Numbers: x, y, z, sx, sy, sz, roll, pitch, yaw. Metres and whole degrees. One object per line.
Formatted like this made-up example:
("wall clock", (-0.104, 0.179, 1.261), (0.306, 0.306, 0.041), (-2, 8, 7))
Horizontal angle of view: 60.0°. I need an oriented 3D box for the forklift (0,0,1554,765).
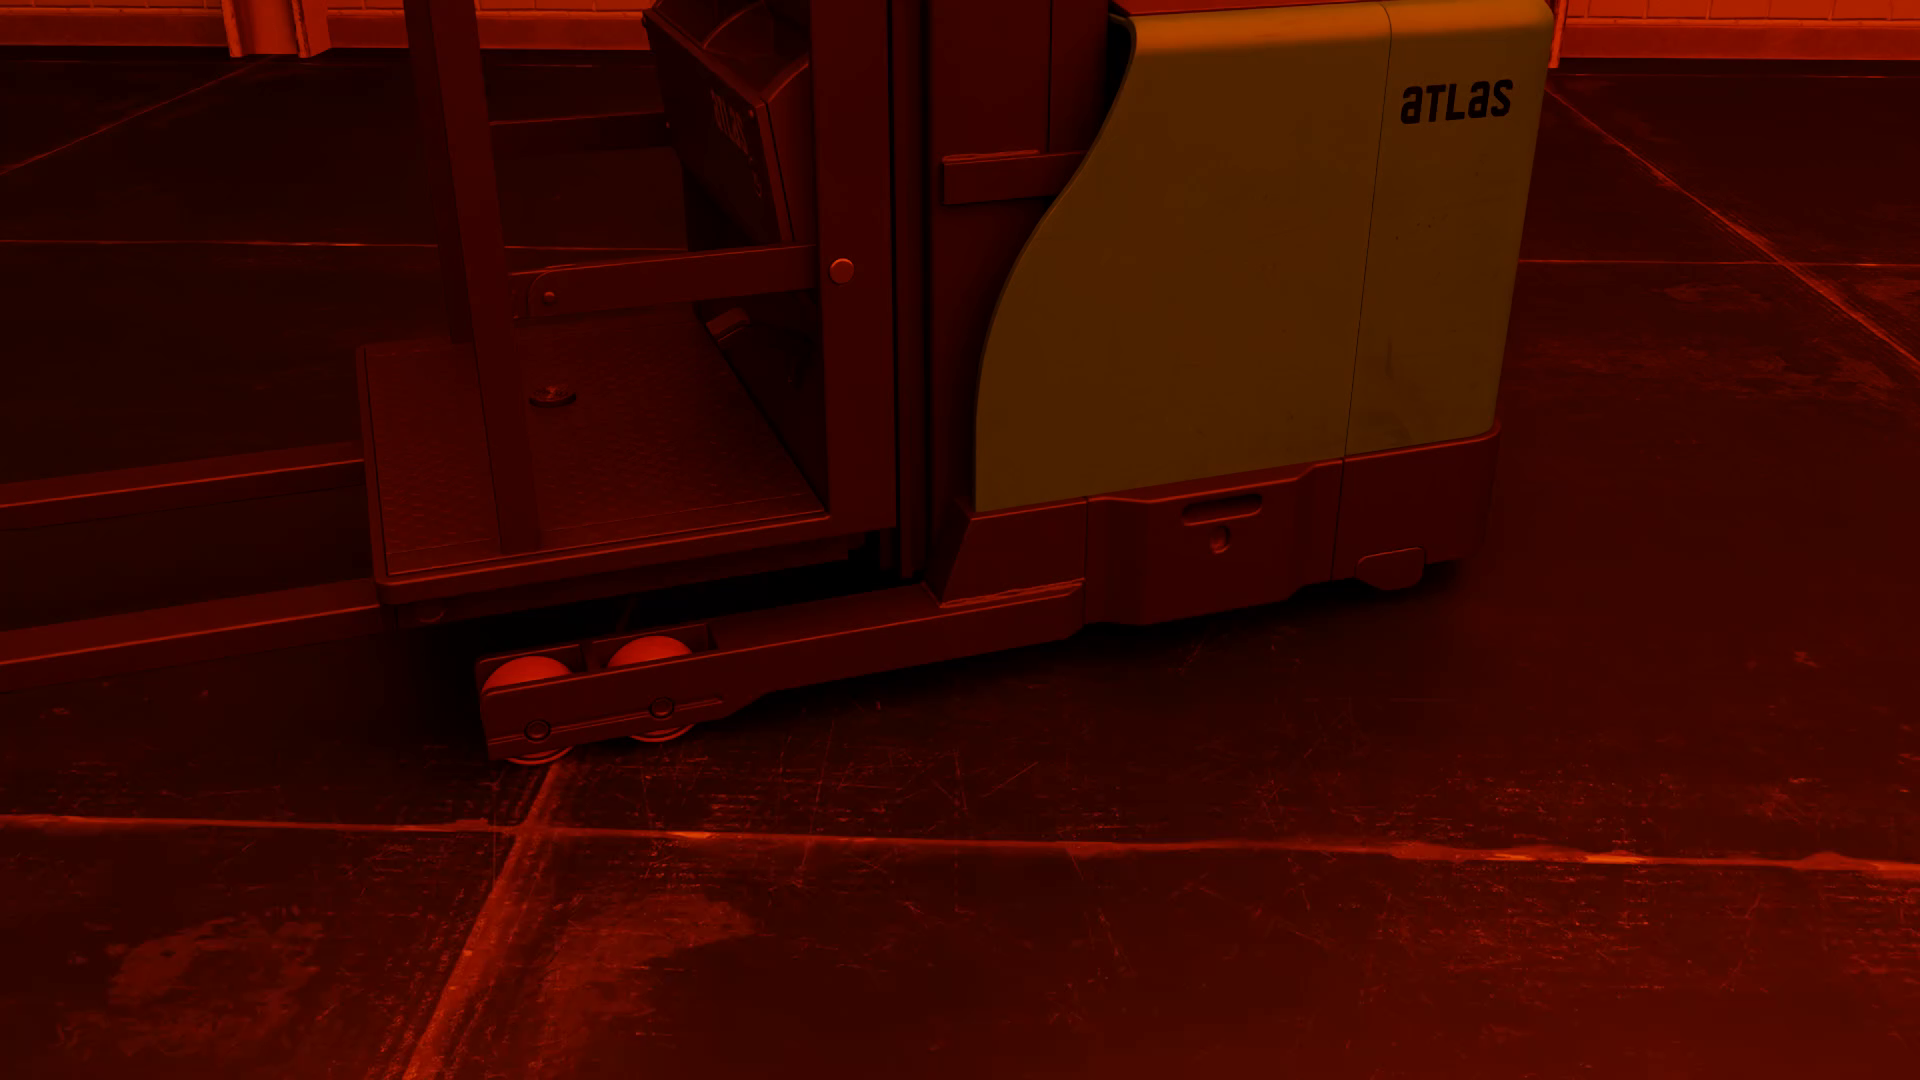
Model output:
("forklift", (-0.573, -1.224, 2.502), (3.031, 2.935, 1.130), (-9, 28, -17))
